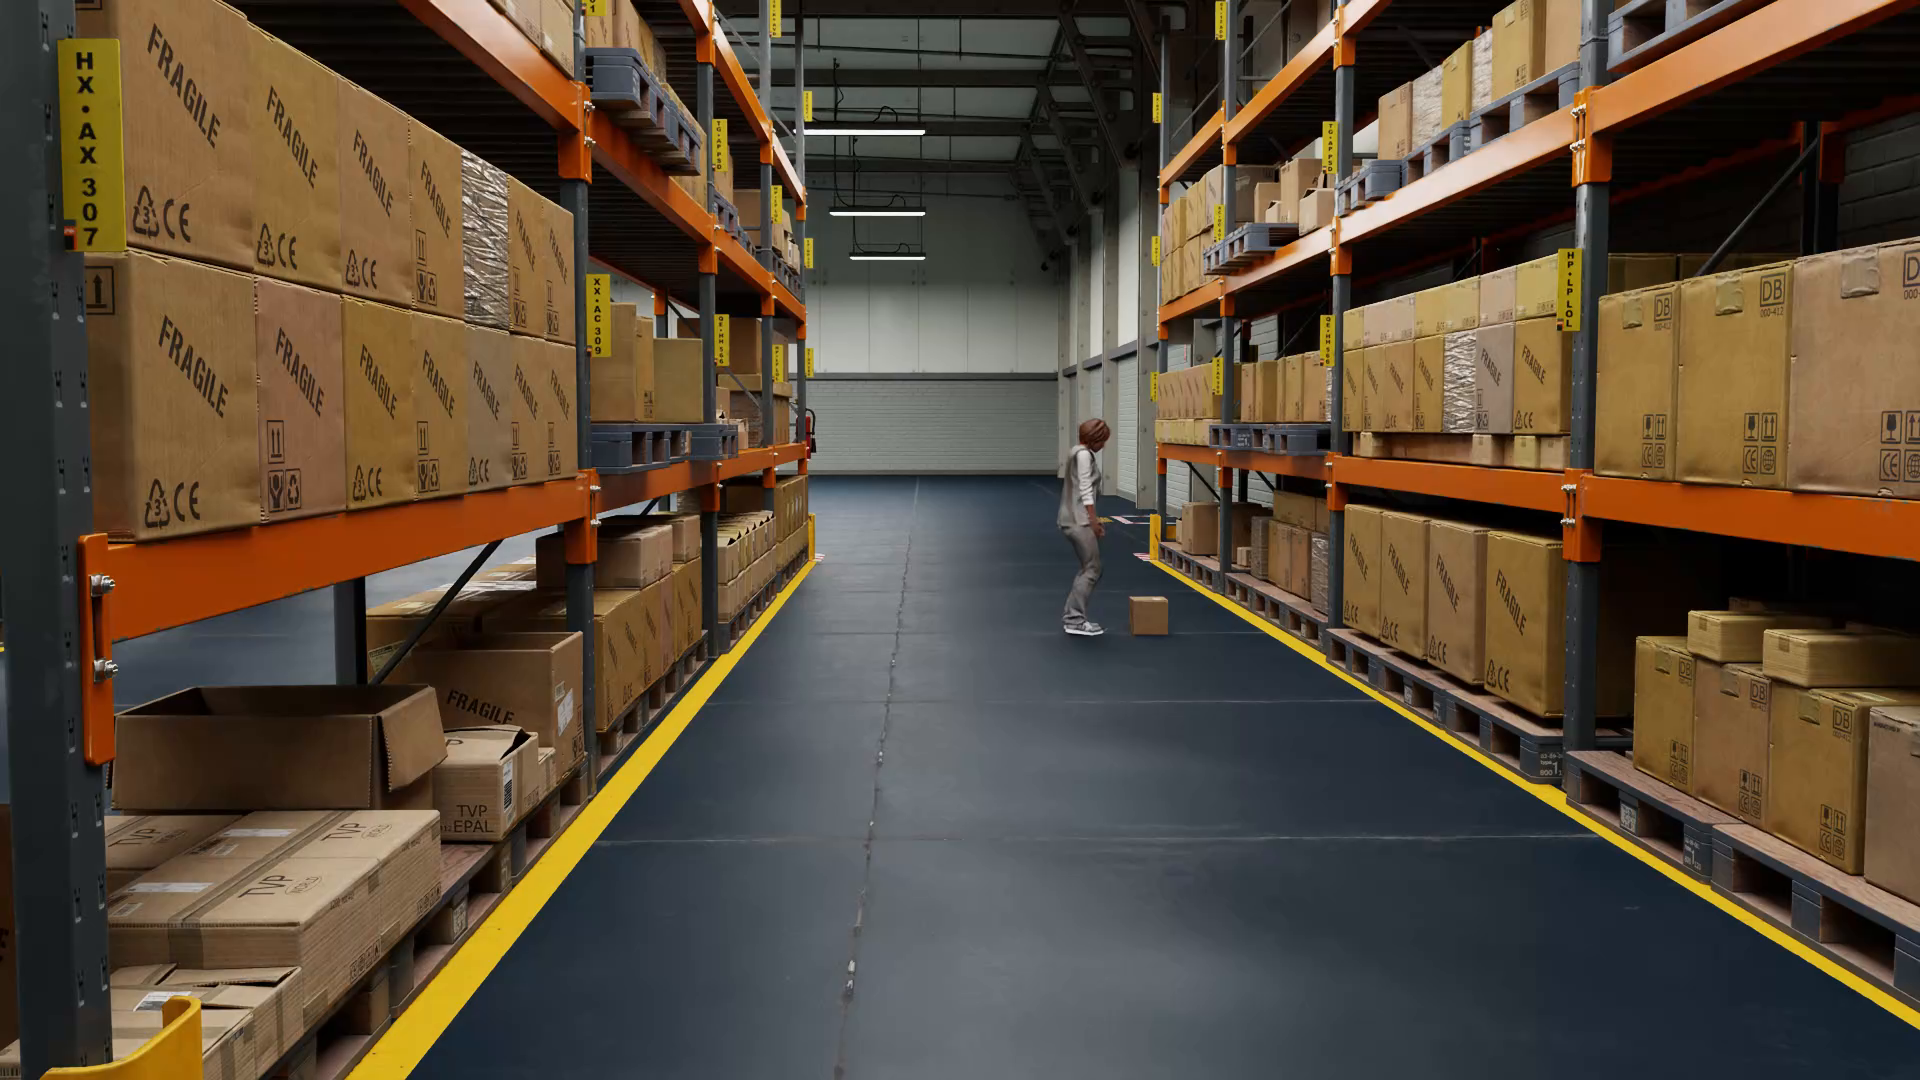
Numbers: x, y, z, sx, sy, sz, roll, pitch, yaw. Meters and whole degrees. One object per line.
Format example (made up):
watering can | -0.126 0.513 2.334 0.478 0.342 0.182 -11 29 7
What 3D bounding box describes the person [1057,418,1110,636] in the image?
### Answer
person | 0.891 -0.087 12.018 0.382 1.534 0.426 0 4 0
